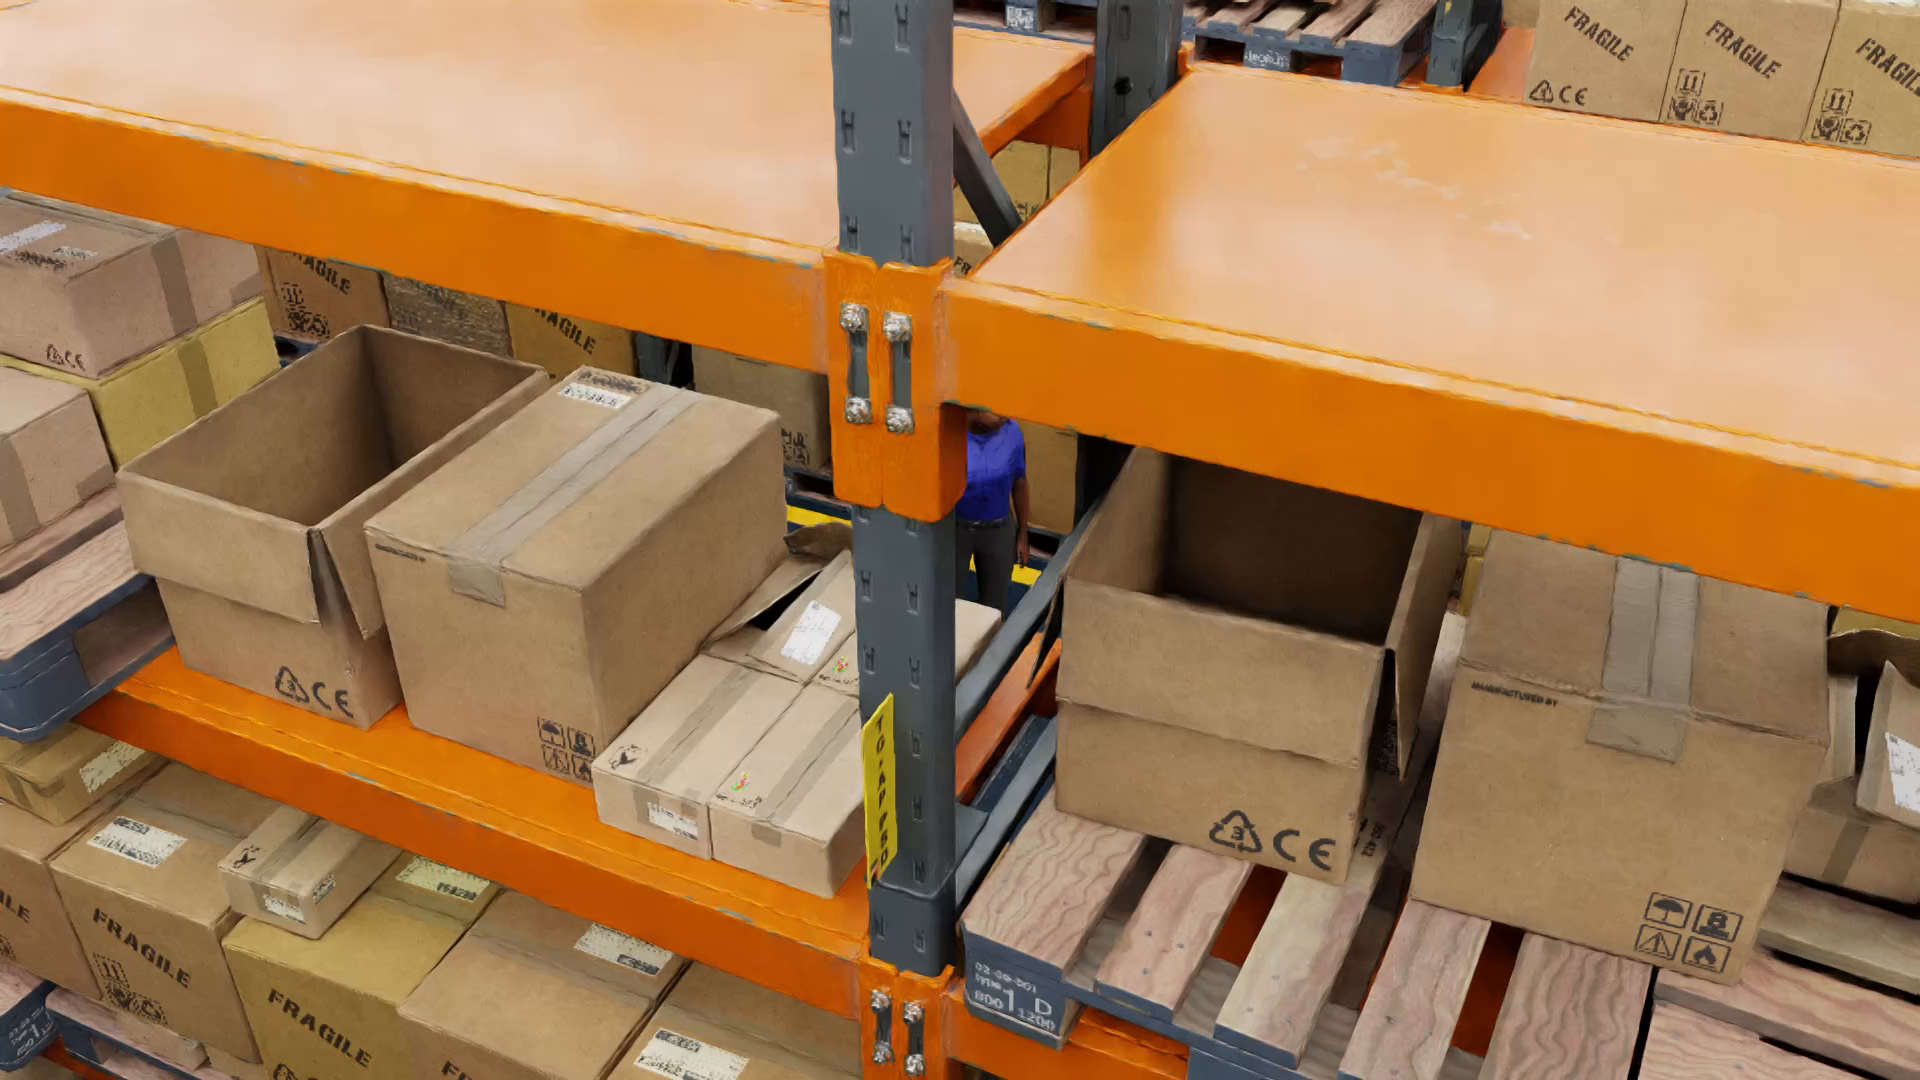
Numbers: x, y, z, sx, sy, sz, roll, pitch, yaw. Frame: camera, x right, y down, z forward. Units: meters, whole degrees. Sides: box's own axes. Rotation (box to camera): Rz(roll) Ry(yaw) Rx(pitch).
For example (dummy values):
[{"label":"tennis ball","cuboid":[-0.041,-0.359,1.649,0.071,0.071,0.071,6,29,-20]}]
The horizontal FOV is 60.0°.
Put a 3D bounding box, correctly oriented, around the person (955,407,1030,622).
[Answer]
[{"label":"person","cuboid":[0.043,-0.004,7.520,0.540,1.704,0.351,-3,34,-4]}]
